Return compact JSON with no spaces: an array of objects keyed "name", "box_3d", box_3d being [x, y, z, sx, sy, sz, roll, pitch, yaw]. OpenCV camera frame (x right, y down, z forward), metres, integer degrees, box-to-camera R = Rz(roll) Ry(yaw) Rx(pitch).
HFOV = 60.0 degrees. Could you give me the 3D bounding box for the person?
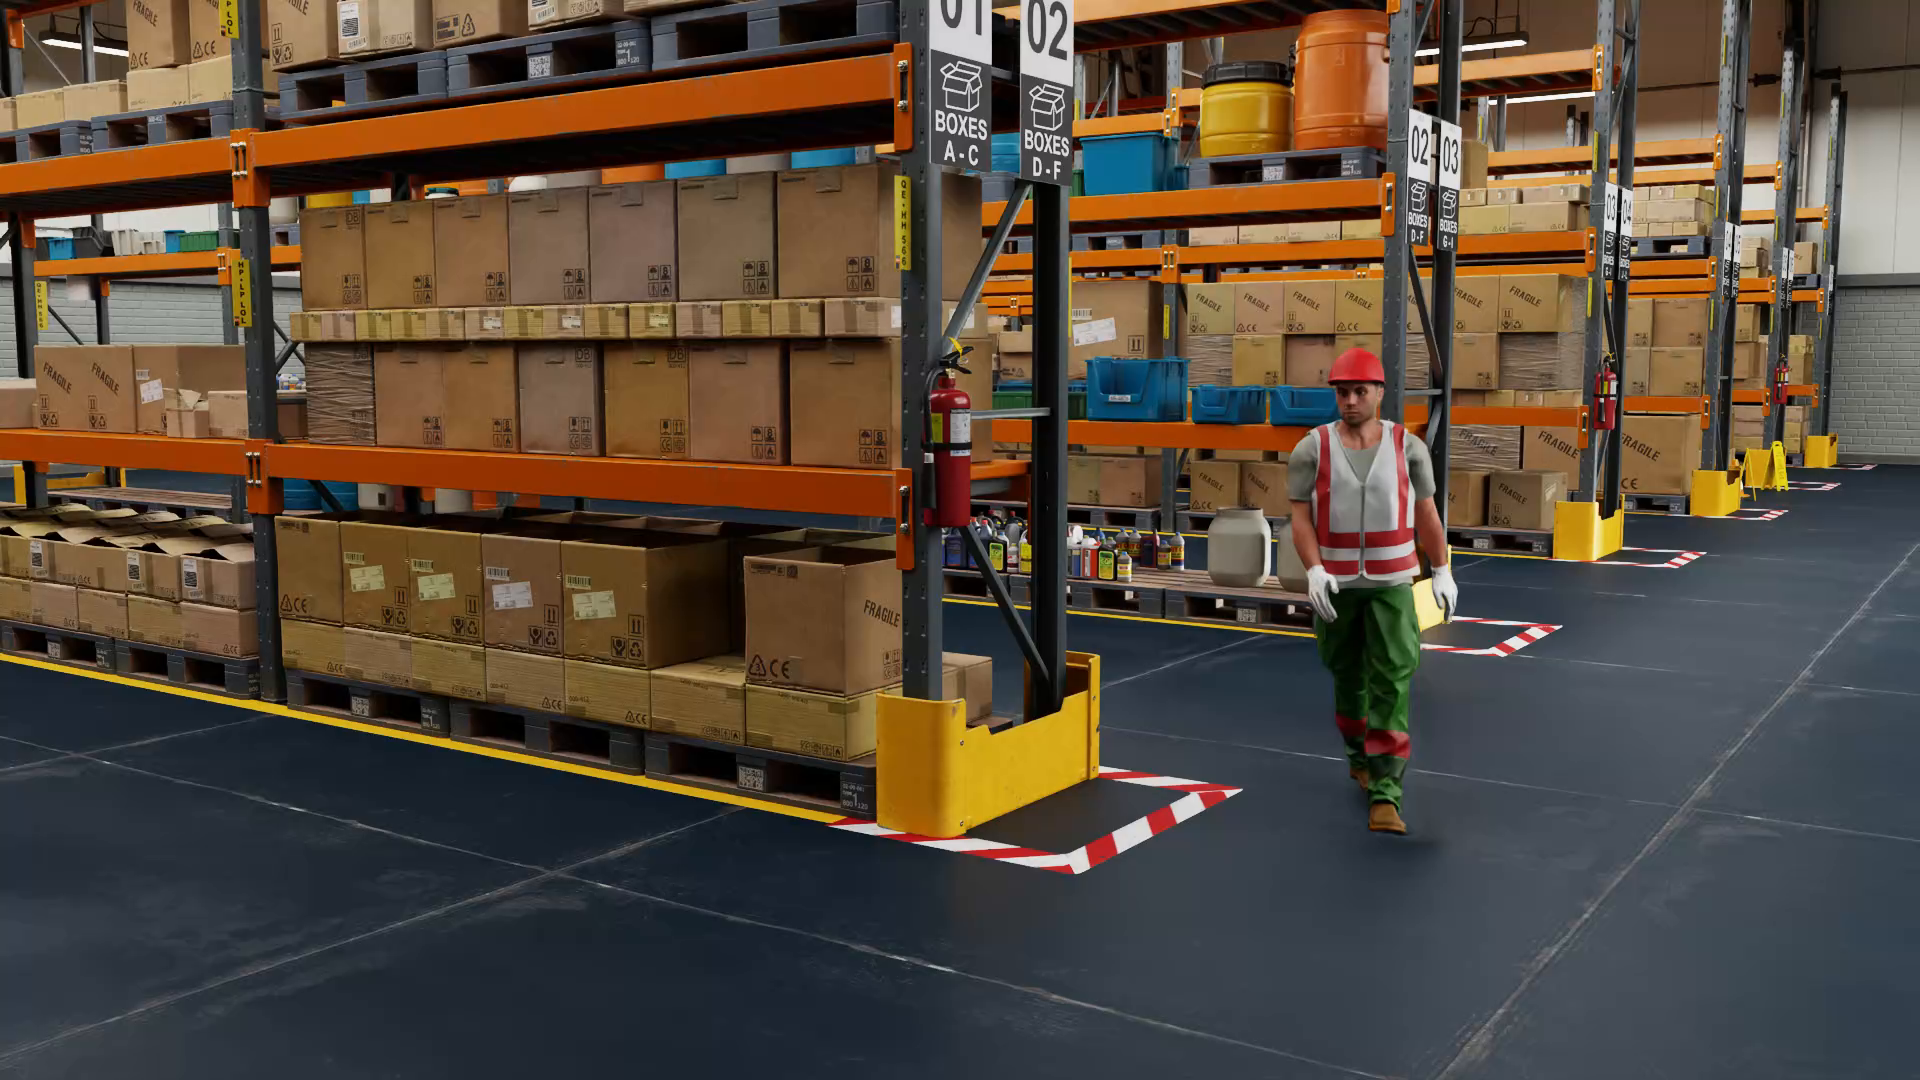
[{"name":"person","box_3d":[1.523,0.163,6.134,0.636,1.736,0.980,1,6,13]}]
